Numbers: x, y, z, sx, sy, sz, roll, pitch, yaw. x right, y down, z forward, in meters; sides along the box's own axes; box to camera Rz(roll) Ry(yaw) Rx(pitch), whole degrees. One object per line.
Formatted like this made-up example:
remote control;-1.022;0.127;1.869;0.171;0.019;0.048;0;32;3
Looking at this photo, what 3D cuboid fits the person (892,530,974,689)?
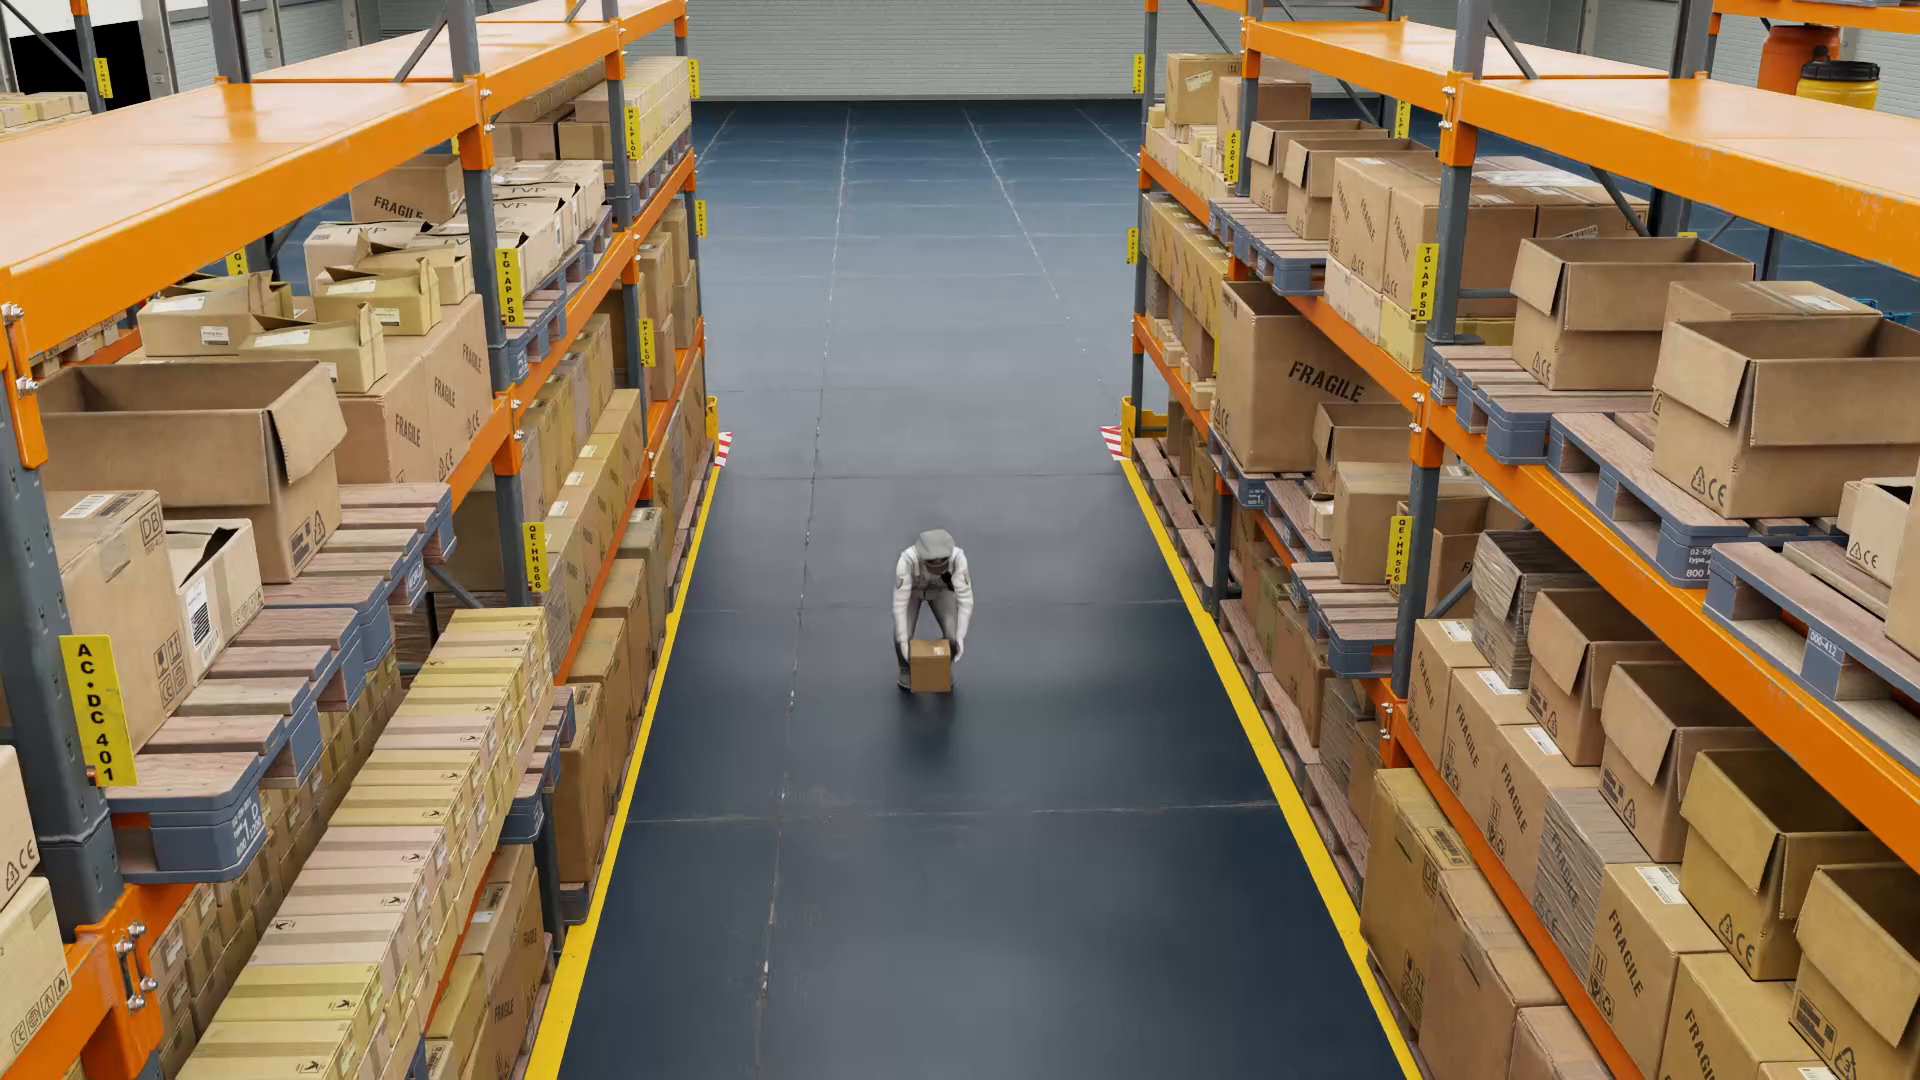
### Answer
person;-0.179;0.417;10.685;0.520;1.163;0.796;-1;21;-3
